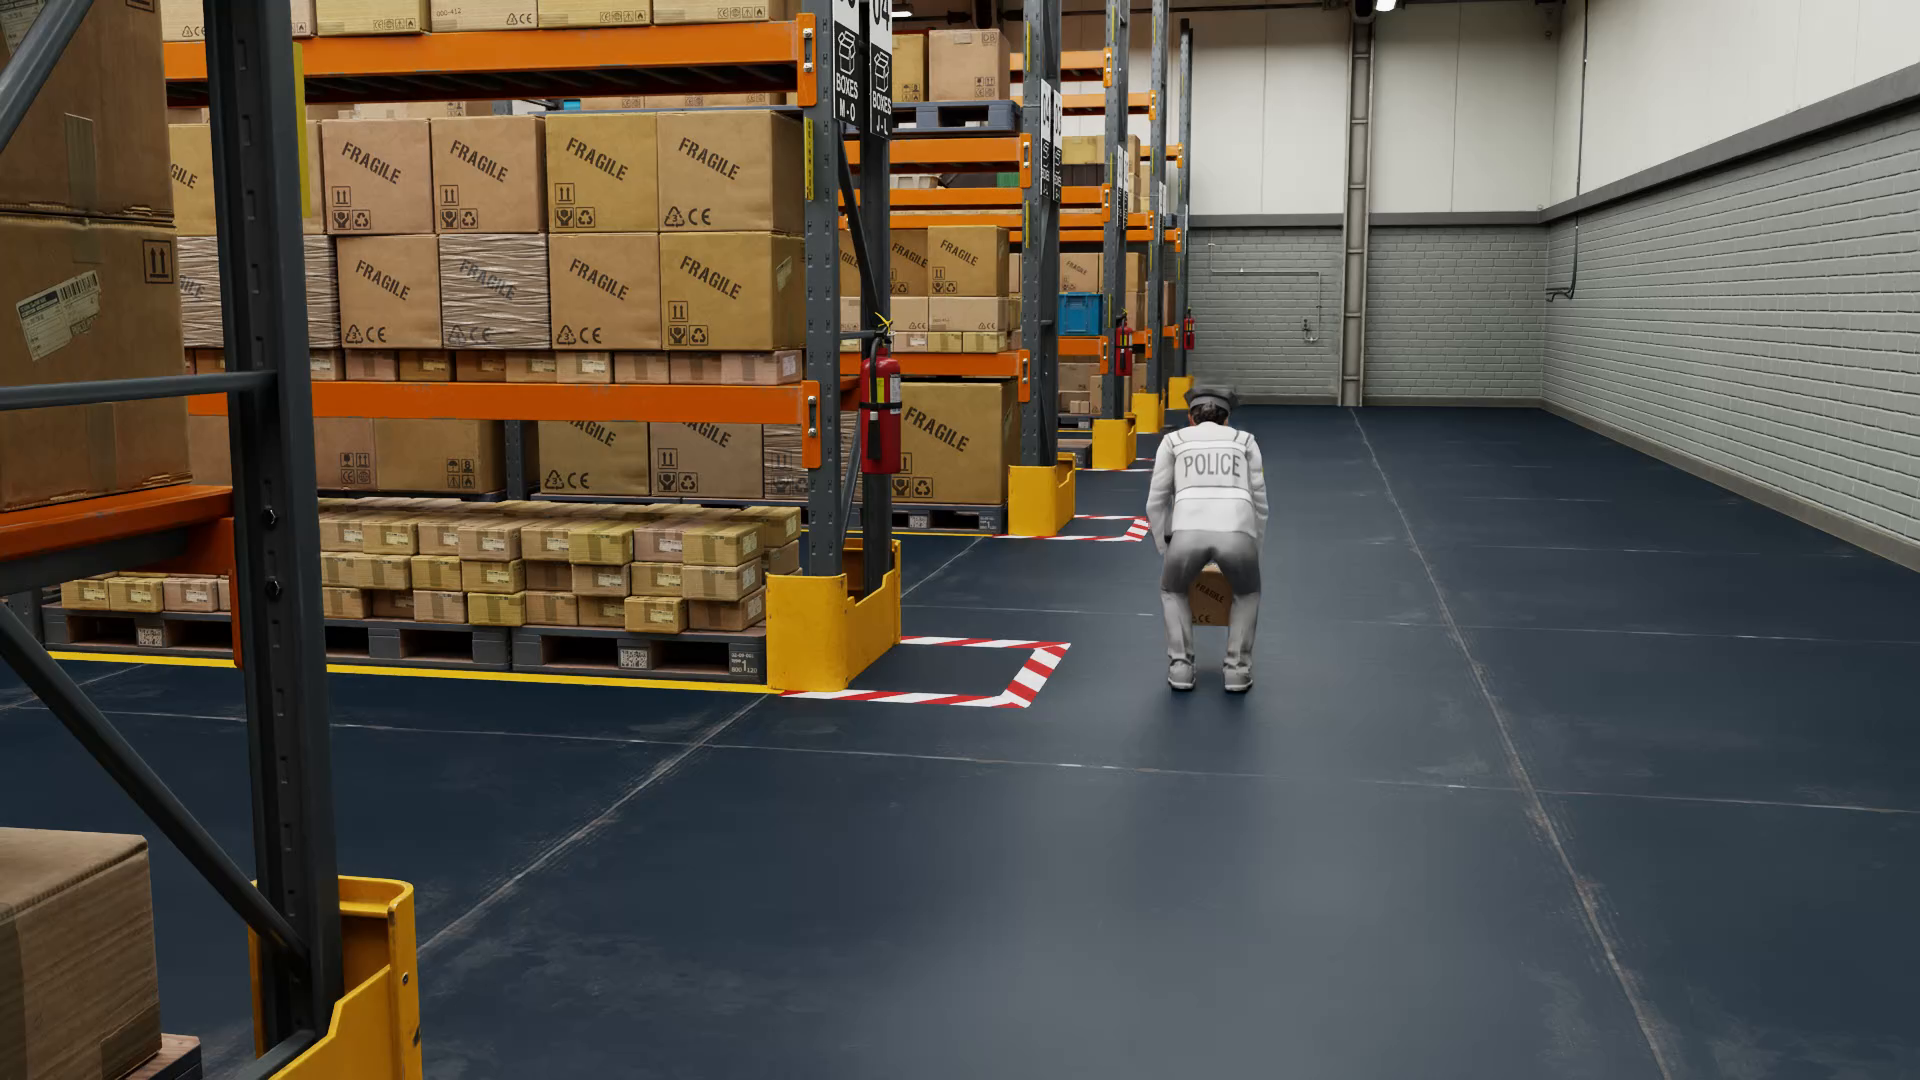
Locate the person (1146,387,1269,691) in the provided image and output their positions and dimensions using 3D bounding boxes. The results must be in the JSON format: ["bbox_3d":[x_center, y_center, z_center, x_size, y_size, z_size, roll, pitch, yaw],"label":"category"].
[{"bbox_3d":[1.068,-0.010,7.235,0.534,1.294,0.749,2,8,11],"label":"person"}]
